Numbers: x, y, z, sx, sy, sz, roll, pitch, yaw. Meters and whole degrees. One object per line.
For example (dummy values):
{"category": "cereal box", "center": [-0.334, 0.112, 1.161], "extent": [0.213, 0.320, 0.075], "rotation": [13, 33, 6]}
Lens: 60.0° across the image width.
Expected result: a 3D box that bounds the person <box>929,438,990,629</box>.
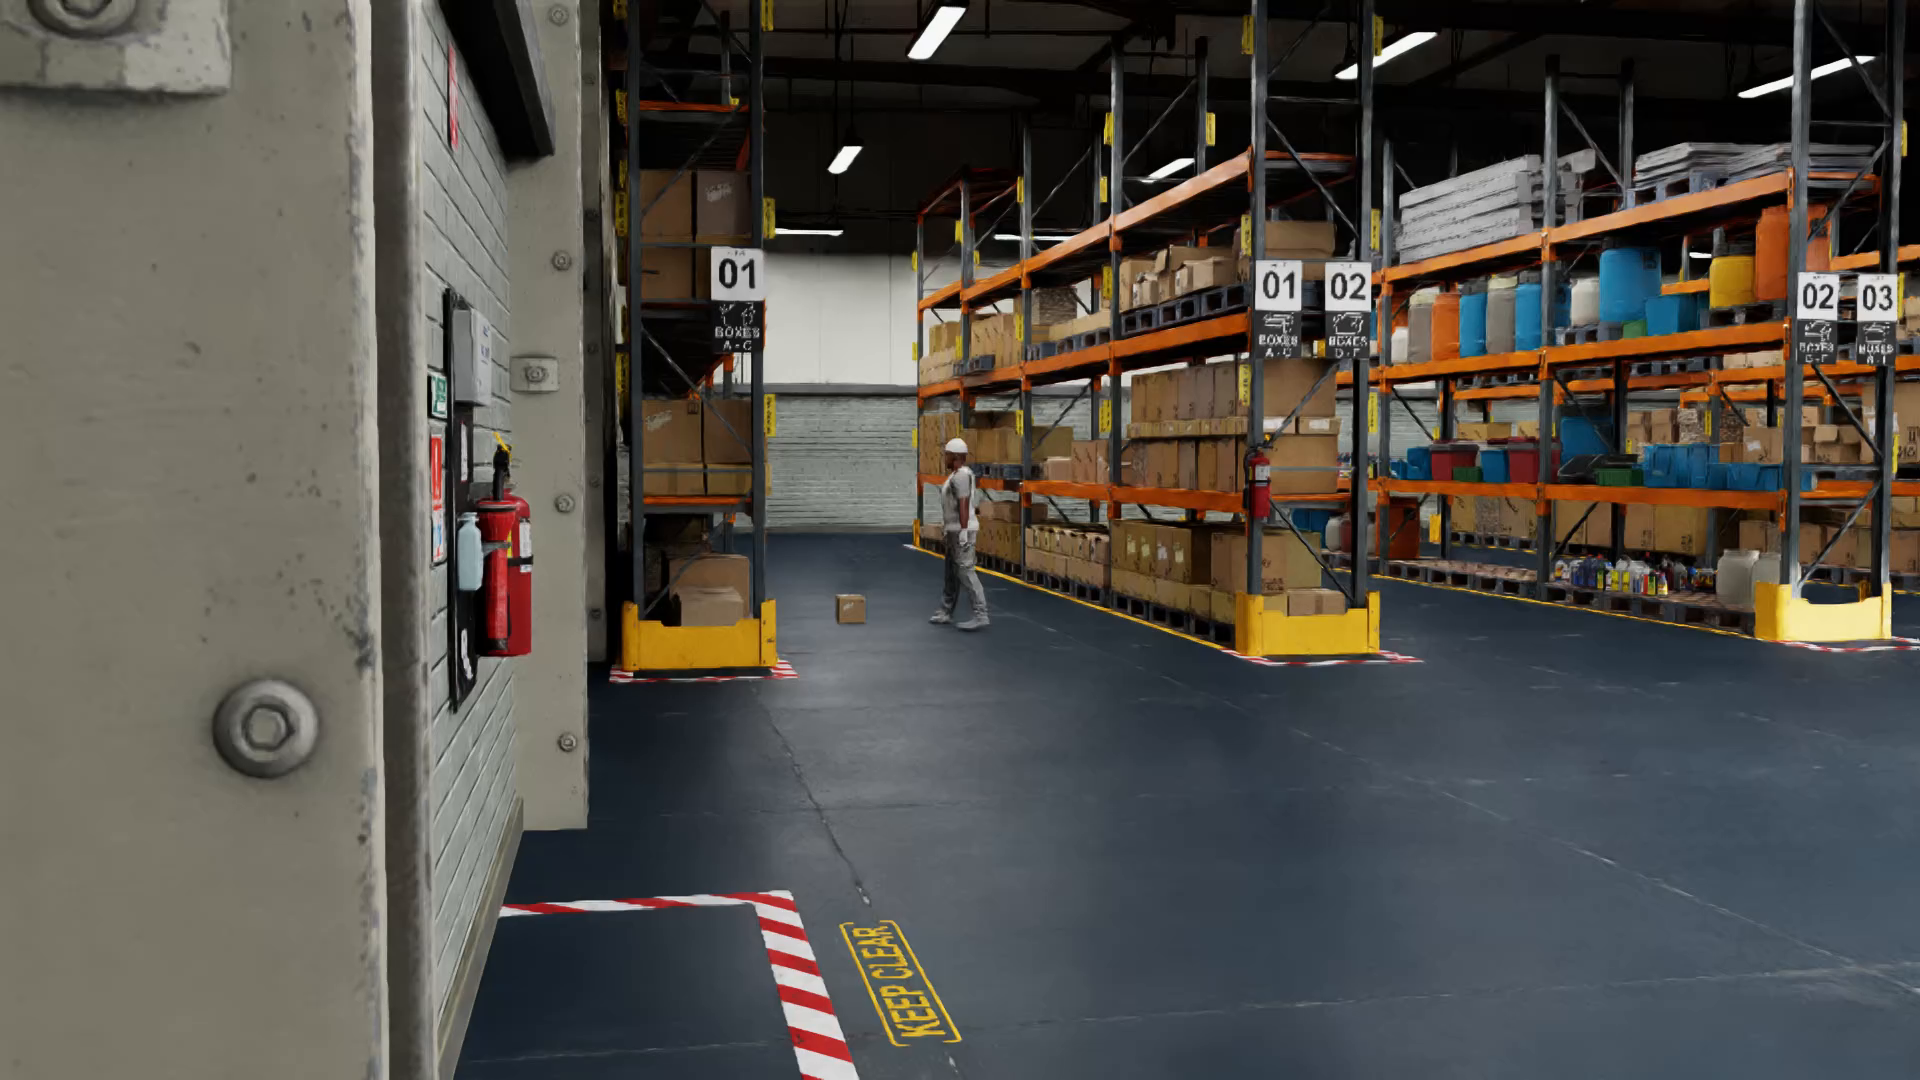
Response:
{"category": "person", "center": [-0.009, -0.068, 15.660], "extent": [0.569, 1.779, 0.659], "rotation": [0, 3, -1]}
